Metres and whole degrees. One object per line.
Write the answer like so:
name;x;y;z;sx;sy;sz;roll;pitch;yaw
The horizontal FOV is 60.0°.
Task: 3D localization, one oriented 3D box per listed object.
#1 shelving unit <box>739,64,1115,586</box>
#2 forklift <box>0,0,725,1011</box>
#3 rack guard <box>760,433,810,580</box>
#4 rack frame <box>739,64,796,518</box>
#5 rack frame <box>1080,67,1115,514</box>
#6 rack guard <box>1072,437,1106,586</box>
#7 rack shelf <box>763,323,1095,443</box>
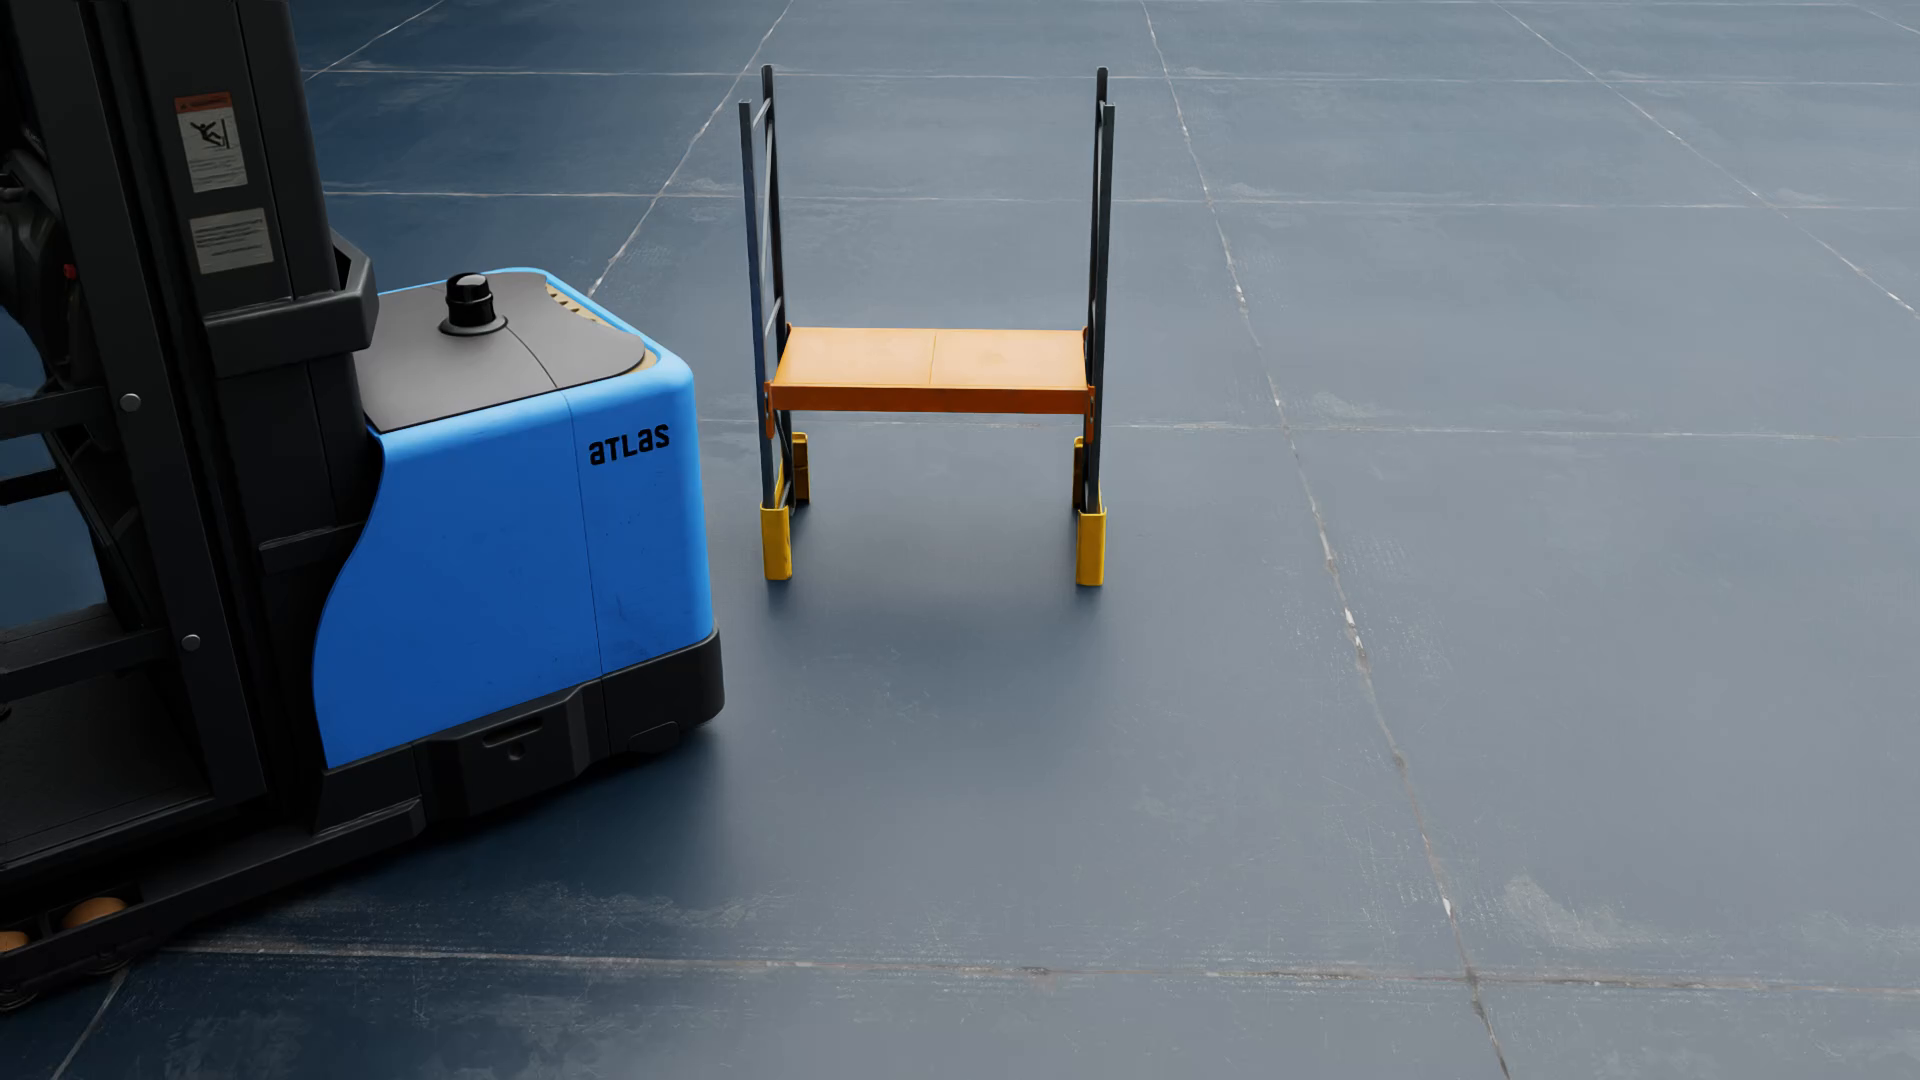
shelving unit;-0.076;-0.664;5.189;1.083;1.500;0.587;1;28;2
forklift;-2.135;-0.556;3.457;3.031;2.935;1.130;-19;33;-31
rack guard;-0.574;-0.120;5.497;0.087;0.250;0.587;1;28;2
rack frame;-0.593;-0.672;5.205;0.032;1.500;0.500;1;28;2
rack frame;0.423;-0.656;5.173;0.032;1.500;0.500;1;28;2
rack guard;0.422;-0.103;5.466;0.087;0.250;0.587;1;28;2
rack shelf;-0.085;-0.505;5.273;1.000;0.185;0.538;1;28;2
